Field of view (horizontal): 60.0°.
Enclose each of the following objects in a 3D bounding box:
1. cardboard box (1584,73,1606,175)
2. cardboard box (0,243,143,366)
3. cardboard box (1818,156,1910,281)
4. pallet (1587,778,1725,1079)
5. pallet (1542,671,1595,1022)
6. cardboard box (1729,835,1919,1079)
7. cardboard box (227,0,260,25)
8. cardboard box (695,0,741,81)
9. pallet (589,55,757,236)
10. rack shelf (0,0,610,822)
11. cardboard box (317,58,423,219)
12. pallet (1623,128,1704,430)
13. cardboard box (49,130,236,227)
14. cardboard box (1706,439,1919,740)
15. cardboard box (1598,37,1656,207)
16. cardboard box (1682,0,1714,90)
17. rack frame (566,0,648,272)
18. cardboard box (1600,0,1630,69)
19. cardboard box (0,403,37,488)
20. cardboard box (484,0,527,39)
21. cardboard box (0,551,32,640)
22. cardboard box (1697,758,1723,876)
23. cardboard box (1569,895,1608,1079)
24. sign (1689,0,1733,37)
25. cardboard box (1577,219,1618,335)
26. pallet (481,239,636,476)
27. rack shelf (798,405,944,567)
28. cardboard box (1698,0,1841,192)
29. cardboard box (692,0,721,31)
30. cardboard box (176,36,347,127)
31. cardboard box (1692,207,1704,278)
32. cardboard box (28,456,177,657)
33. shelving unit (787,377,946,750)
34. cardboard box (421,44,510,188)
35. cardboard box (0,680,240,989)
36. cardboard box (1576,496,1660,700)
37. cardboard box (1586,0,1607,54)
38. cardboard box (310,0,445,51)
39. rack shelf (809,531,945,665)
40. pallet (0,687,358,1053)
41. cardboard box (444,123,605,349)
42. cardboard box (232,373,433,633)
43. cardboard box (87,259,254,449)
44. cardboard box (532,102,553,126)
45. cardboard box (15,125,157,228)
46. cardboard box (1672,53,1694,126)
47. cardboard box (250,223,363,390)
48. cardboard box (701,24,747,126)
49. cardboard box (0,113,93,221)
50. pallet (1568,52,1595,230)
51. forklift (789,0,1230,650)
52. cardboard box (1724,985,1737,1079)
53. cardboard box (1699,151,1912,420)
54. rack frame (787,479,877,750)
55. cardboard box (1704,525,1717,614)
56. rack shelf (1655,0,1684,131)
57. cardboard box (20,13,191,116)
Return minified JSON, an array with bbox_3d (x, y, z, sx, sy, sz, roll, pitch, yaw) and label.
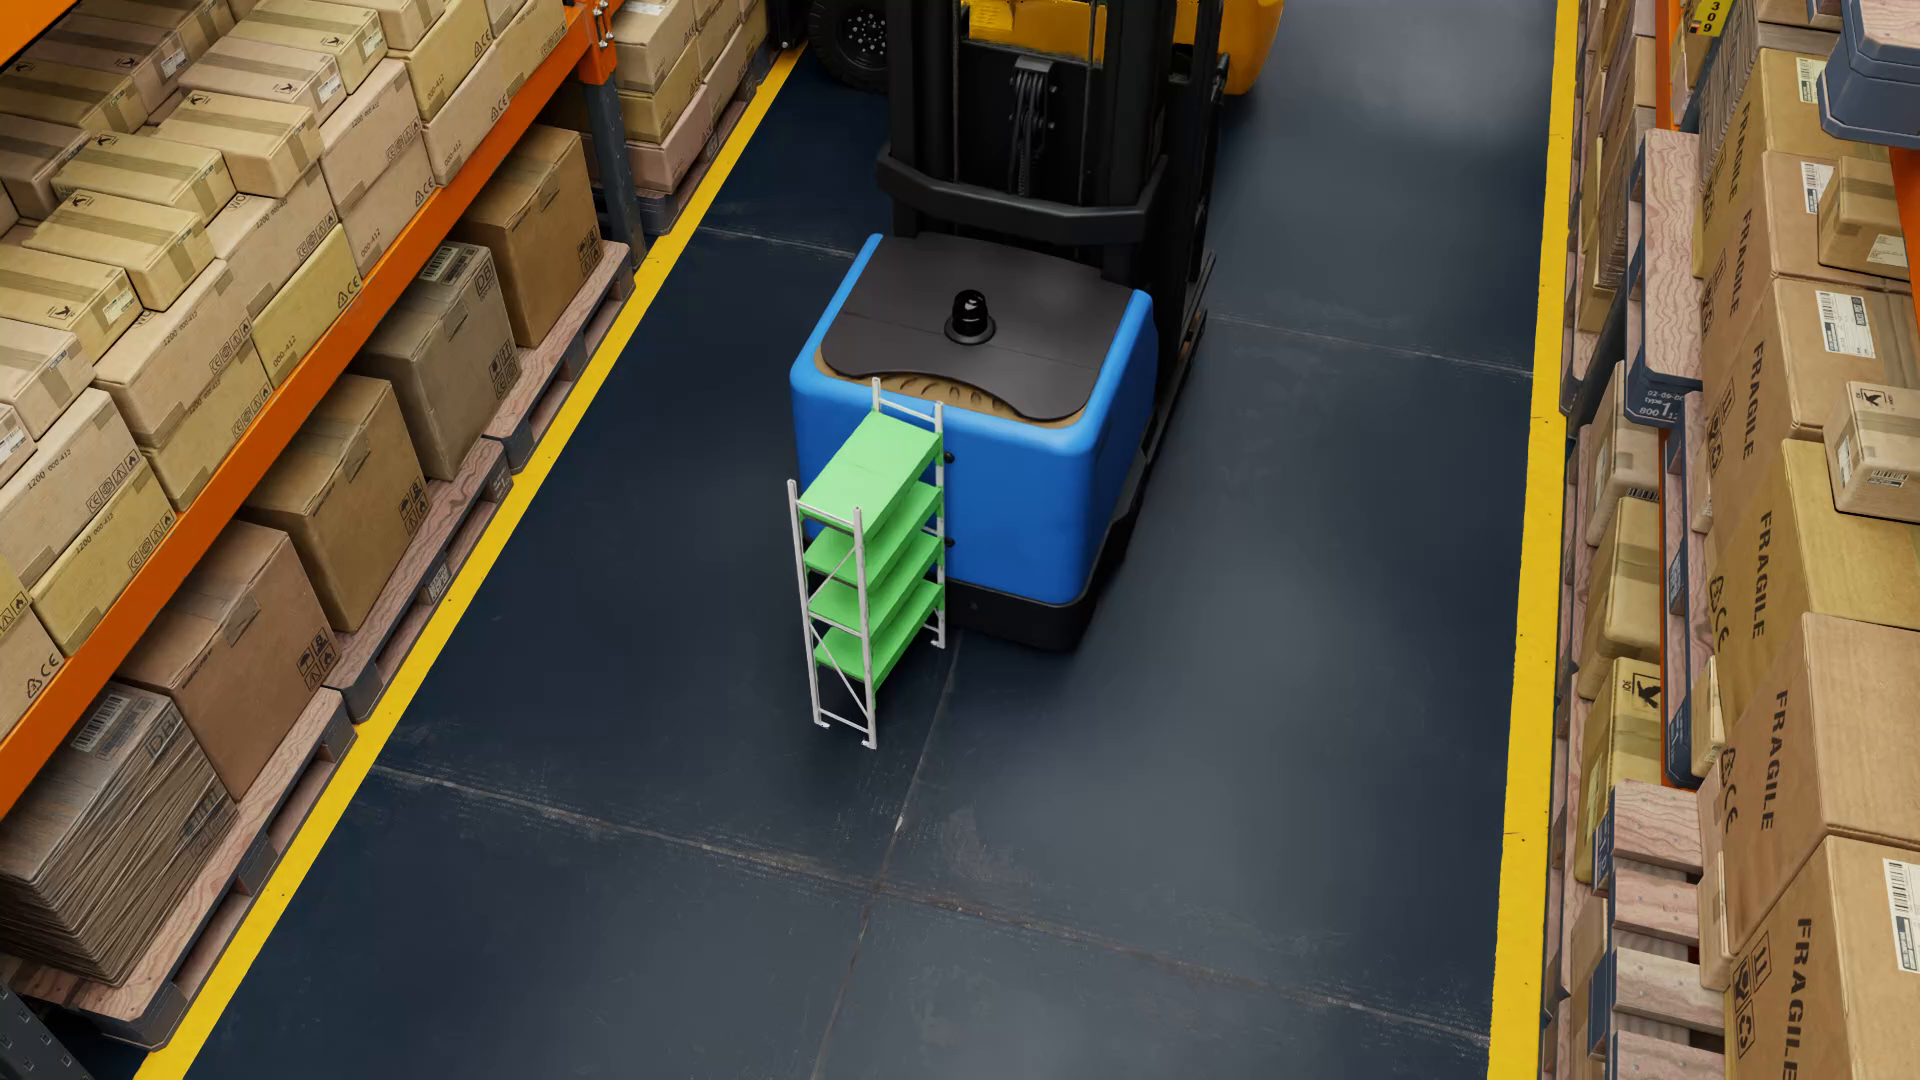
[{"bbox_3d":[3.072,-1.799,7.391,0.500,0.250,0.500,12,50,11],"label":"cardboard box"},{"bbox_3d":[-2.362,-0.603,4.282,0.380,0.149,0.250,12,50,10],"label":"cardboard box"},{"bbox_3d":[2.255,-0.744,3.928,0.380,0.149,0.250,14,50,12],"label":"cardboard box"},{"bbox_3d":[1.938,1.085,3.420,1.213,0.211,1.003,12,50,10],"label":"pallet"},{"bbox_3d":[2.384,1.036,5.195,1.003,0.211,1.213,12,50,10],"label":"pallet"},{"bbox_3d":[1.705,0.904,2.906,0.500,0.500,0.500,10,49,9],"label":"cardboard box"},{"bbox_3d":[-2.418,-1.795,5.334,0.380,0.149,0.250,11,50,10],"label":"cardboard box"},{"bbox_3d":[-1.327,-2.360,7.553,0.500,0.250,0.500,11,50,10],"label":"cardboard box"},{"bbox_3d":[-1.633,-1.956,7.836,1.003,0.211,1.213,12,50,10],"label":"pallet"},{"bbox_3d":[-2.410,-0.627,5.283,1.077,0.370,4.000,12,50,10],"label":"rack shelf"},{"bbox_3d":[-2.034,-1.280,5.146,0.500,0.250,0.500,12,50,11],"label":"cardboard box"},{"bbox_3d":[2.565,-0.748,5.037,1.003,0.211,1.213,12,50,10],"label":"pallet"},{"bbox_3d":[-2.263,-0.982,4.617,0.380,0.149,0.250,12,50,10],"label":"cardboard box"},{"bbox_3d":[1.962,0.162,3.561,0.500,0.500,0.500,9,49,7],"label":"cardboard box"},{"bbox_3d":[2.935,-1.662,6.770,0.500,0.500,0.500,12,50,11],"label":"cardboard box"},{"bbox_3d":[2.783,-1.837,5.606,0.500,0.500,0.500,10,49,9],"label":"cardboard box"},{"bbox_3d":[-1.883,-2.312,6.290,1.000,3.000,0.127,12,50,10],"label":"rack frame"},{"bbox_3d":[3.201,-2.419,7.438,0.500,0.500,0.500,12,50,11],"label":"cardboard box"},{"bbox_3d":[-2.456,-0.223,3.947,0.380,0.149,0.250,13,50,11],"label":"cardboard box"},{"bbox_3d":[-1.766,-2.022,5.801,0.500,0.250,0.500,11,49,9],"label":"cardboard box"},{"bbox_3d":[-2.559,0.198,3.842,0.500,0.250,0.500,12,50,10],"label":"cardboard box"},{"bbox_3d":[1.811,0.639,3.573,0.380,0.149,0.250,9,49,8],"label":"cardboard box"},{"bbox_3d":[2.198,1.347,4.534,0.950,0.372,0.625,11,49,9],"label":"cardboard box"},{"bbox_3d":[2.381,-1.723,5.193,0.100,0.325,0.005,12,50,10],"label":"sign"},{"bbox_3d":[2.803,-1.045,6.726,0.500,0.250,0.500,14,50,12],"label":"cardboard box"},{"bbox_3d":[-2.039,-0.849,6.858,1.003,0.211,1.213,12,50,10],"label":"pallet"},{"bbox_3d":[-0.275,-0.169,5.044,0.258,0.148,0.480,22,52,18],"label":"rack shelf"},{"bbox_3d":[2.506,-1.323,4.872,0.500,0.500,0.500,13,50,11],"label":"cardboard box"},{"bbox_3d":[-1.309,-2.528,7.367,0.500,0.250,0.500,12,50,10],"label":"cardboard box"},{"bbox_3d":[-2.067,-1.339,4.932,0.380,0.149,0.250,12,50,10],"label":"cardboard box"},{"bbox_3d":[2.382,-0.875,4.909,0.380,0.149,0.250,12,50,11],"label":"cardboard box"},{"bbox_3d":[-2.446,-0.005,4.354,0.500,0.250,0.500,11,49,9],"label":"cardboard box"},{"bbox_3d":[-0.275,0.106,5.356,0.258,1.200,0.503,22,52,18],"label":"shelving unit"},{"bbox_3d":[-1.890,-1.482,5.657,0.500,0.250,0.500,11,50,10],"label":"cardboard box"},{"bbox_3d":[-2.759,0.780,4.865,0.875,0.625,0.625,13,50,11],"label":"cardboard box"},{"bbox_3d":[2.585,0.296,5.461,0.950,0.372,0.625,14,50,12],"label":"cardboard box"},{"bbox_3d":[3.339,-2.561,8.064,0.500,0.250,0.500,13,50,11],"label":"cardboard box"},{"bbox_3d":[-1.866,-1.696,5.247,0.380,0.149,0.250,10,49,9],"label":"cardboard box"},{"bbox_3d":[-0.275,0.148,5.404,0.258,0.148,0.480,22,52,18],"label":"rack shelf"},{"bbox_3d":[-2.682,0.916,5.301,1.003,0.211,1.213,12,50,10],"label":"pallet"},{"bbox_3d":[-2.010,-1.286,6.688,0.875,0.625,0.625,14,50,12],"label":"cardboard box"},{"bbox_3d":[-2.417,-0.182,5.713,0.875,0.625,0.625,10,49,8],"label":"cardboard box"},{"bbox_3d":[-2.295,-0.544,4.496,0.500,0.250,0.500,10,49,9],"label":"cardboard box"},{"bbox_3d":[-1.953,-2.099,7.323,0.500,0.250,0.500,11,49,9],"label":"cardboard box"},{"bbox_3d":[-2.679,-1.009,4.906,0.500,0.250,0.500,11,49,9],"label":"cardboard box"},{"bbox_3d":[2.697,-1.545,5.780,0.380,0.149,0.250,11,50,10],"label":"cardboard box"},{"bbox_3d":[-2.179,-0.754,5.014,0.500,0.250,0.500,13,50,11],"label":"cardboard box"},{"bbox_3d":[-1.318,-2.196,7.741,0.500,0.250,0.500,11,49,9],"label":"cardboard box"},{"bbox_3d":[-2.660,-1.056,4.682,0.380,0.149,0.250,13,50,11],"label":"cardboard box"},{"bbox_3d":[3.368,-1.791,7.690,1.003,0.211,1.213,12,50,10],"label":"pallet"},{"bbox_3d":[0.390,-1.716,5.810,1.130,2.935,3.031,14,50,12],"label":"forklift"},{"bbox_3d":[1.714,1.010,3.245,0.380,0.149,0.250,12,50,11],"label":"cardboard box"},{"bbox_3d":[2.232,-0.606,4.239,0.500,0.500,0.500,11,50,10],"label":"cardboard box"},{"bbox_3d":[-0.390,0.267,5.214,0.240,1.200,0.015,22,52,18],"label":"rack frame"},{"bbox_3d":[2.044,0.082,4.064,0.380,0.149,0.250,10,49,9],"label":"cardboard box"},{"bbox_3d":[3.433,-2.544,6.974,1.077,0.370,4.000,12,50,10],"label":"rack shelf"},{"bbox_3d":[-2.569,-1.436,5.018,0.380,0.149,0.250,11,50,10],"label":"cardboard box"}]
